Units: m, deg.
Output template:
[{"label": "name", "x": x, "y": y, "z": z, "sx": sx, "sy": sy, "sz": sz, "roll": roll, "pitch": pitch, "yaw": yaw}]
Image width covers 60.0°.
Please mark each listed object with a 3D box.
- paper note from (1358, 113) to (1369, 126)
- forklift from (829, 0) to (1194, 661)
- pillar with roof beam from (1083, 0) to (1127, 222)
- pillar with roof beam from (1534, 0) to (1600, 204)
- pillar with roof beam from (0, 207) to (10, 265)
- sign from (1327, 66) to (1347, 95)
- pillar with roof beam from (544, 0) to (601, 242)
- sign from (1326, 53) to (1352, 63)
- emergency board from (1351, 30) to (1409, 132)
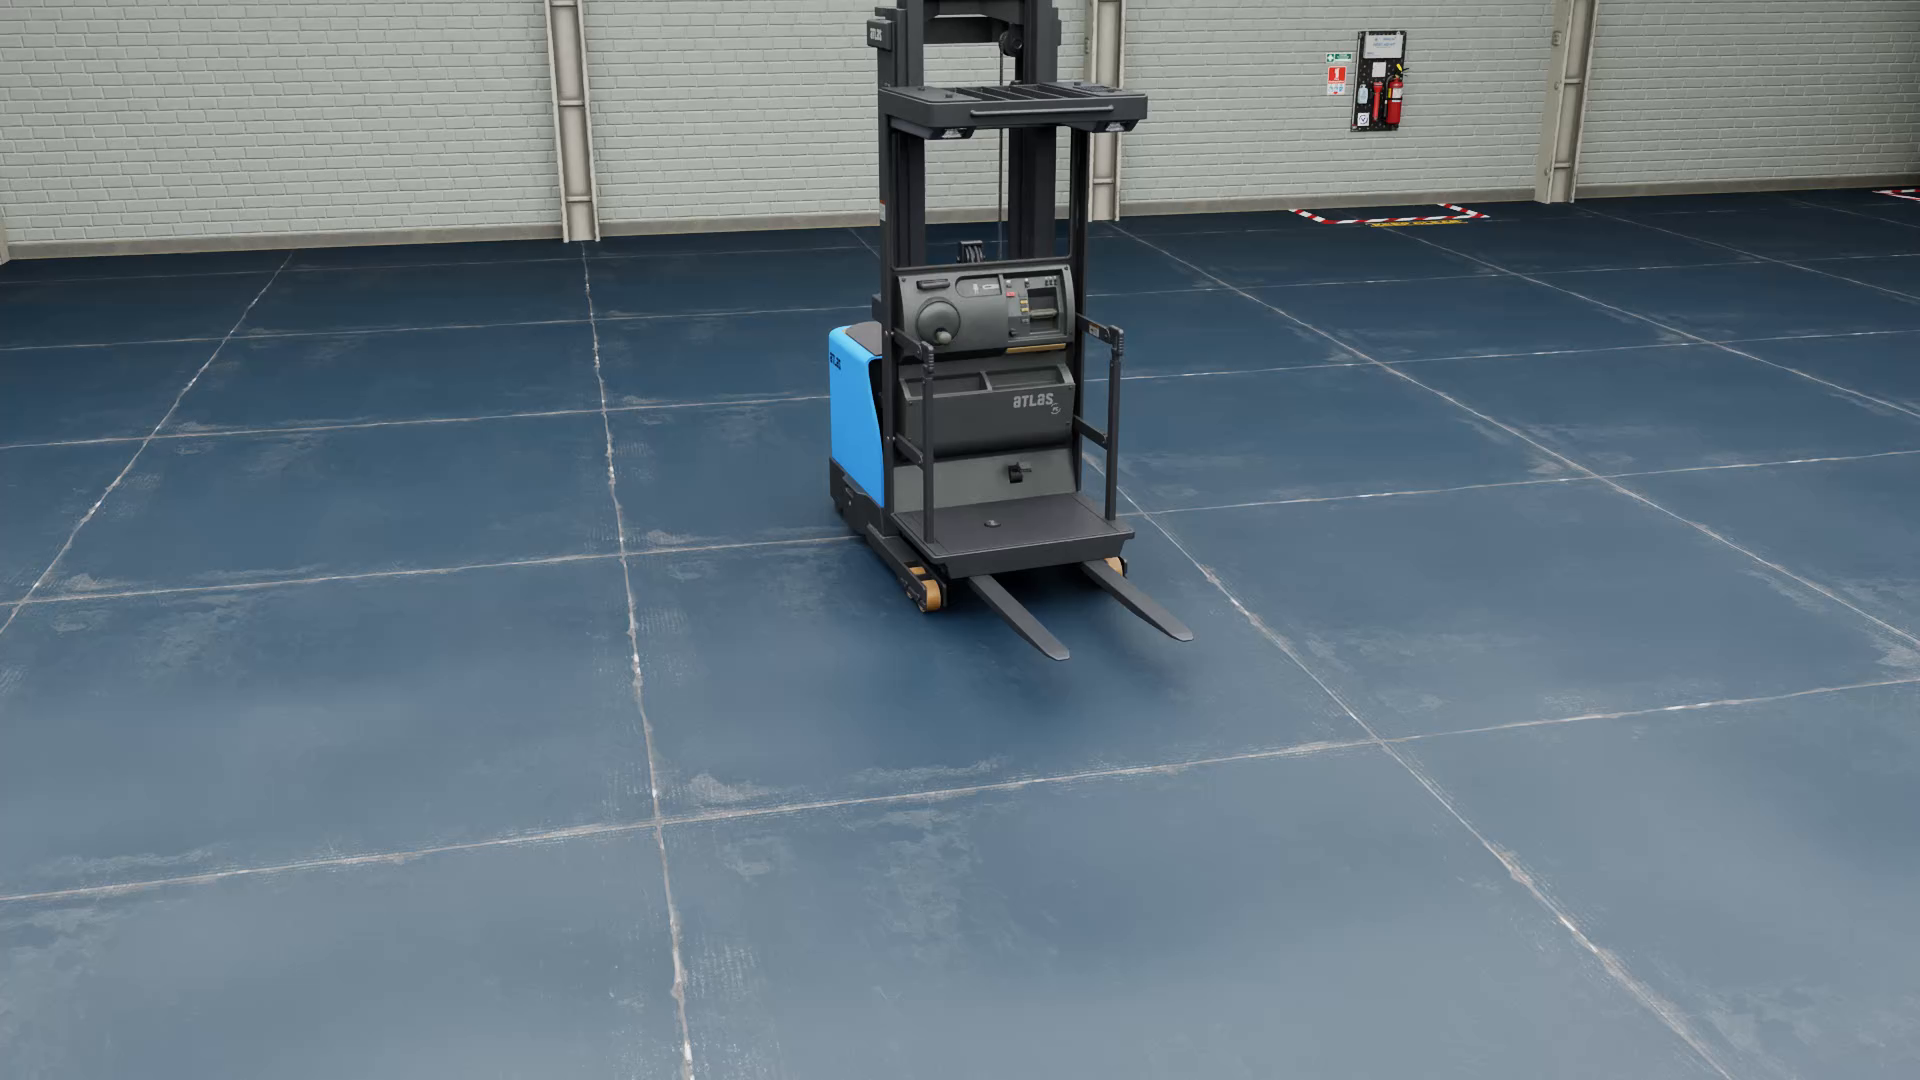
[{"label": "paper note", "x": 4.891, "y": -5.099, "z": 20.154, "sx": 0.142, "sy": 0.148, "sz": 0.016, "roll": -5, "pitch": 21, "yaw": -12}, {"label": "forklift", "x": 0.217, "y": -1.173, "z": 8.254, "sx": 1.130, "sy": 2.935, "sz": 3.031, "roll": -7, "pitch": 21, "yaw": -19}, {"label": "pillar with roof beam", "x": 2.644, "y": -6.587, "z": 14.215, "sx": 0.400, "sy": 9.000, "sz": 9.100, "roll": -5, "pitch": 21, "yaw": -12}, {"label": "pillar with roof beam", "x": 8.483, "y": -7.062, "z": 15.511, "sx": 0.400, "sy": 9.000, "sz": 9.100, "roll": -5, "pitch": 21, "yaw": -12}, {"label": "pillar with roof beam", "x": -9.034, "y": -5.638, "z": 11.622, "sx": 0.400, "sy": 9.000, "sz": 9.100, "roll": -5, "pitch": 21, "yaw": -12}, {"label": "sign", "x": 4.517, "y": -5.511, "z": 19.947, "sx": 0.234, "sy": 0.329, "sz": 0.001, "roll": -5, "pitch": 21, "yaw": -12}, {"label": "pillar with roof beam", "x": -3.195, "y": -6.113, "z": 12.918, "sx": 0.400, "sy": 9.000, "sz": 9.100, "roll": -5, "pitch": 21, "yaw": -12}, {"label": "sign", "x": 4.523, "y": -5.757, "z": 19.848, "sx": 0.331, "sy": 0.109, "sz": 0.001, "roll": -5, "pitch": 21, "yaw": -12}, {"label": "emergency board", "x": 5.079, "y": -5.504, "z": 19.978, "sx": 0.643, "sy": 1.169, "sz": 0.194, "roll": -5, "pitch": 21, "yaw": -12}]
